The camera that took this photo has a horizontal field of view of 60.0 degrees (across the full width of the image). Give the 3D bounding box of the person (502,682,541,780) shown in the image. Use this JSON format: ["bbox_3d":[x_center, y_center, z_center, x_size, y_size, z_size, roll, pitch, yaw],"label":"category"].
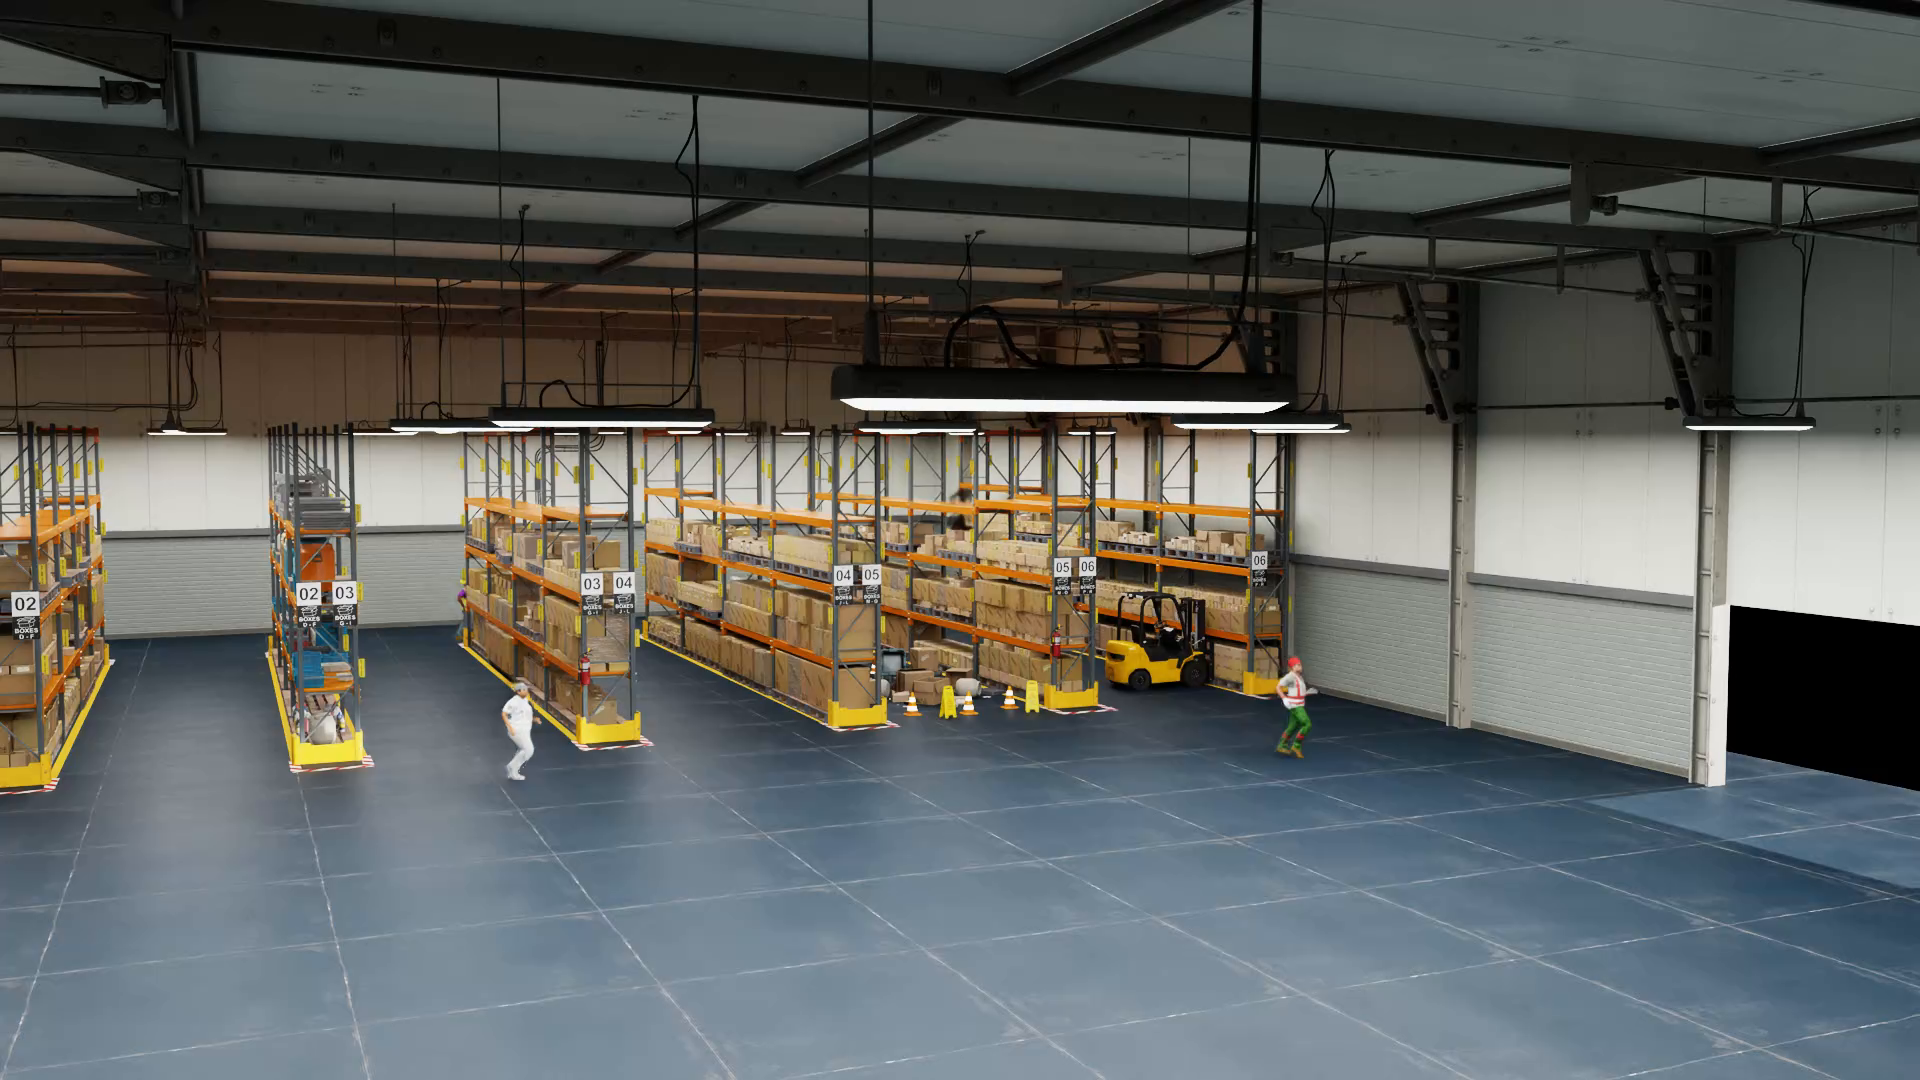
[{"bbox_3d":[-7.326,3.200,27.870,0.564,1.632,0.612,0,4,6],"label":"person"}]

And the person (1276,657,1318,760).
[{"bbox_3d":[6.027,3.010,29.773,0.735,1.817,0.641,2,4,25],"label":"person"}]

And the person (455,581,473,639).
[{"bbox_3d":[-13.941,1.973,47.112,0.696,1.767,0.707,-1,4,-18],"label":"person"}]

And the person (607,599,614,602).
[{"bbox_3d":[-10.126,2.040,47.045,0.696,1.627,0.510,0,3,-3],"label":"person"}]

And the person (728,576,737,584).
[{"bbox_3d":[-6.611,1.914,48.019,0.699,1.729,0.584,-3,4,-38],"label":"person"}]
